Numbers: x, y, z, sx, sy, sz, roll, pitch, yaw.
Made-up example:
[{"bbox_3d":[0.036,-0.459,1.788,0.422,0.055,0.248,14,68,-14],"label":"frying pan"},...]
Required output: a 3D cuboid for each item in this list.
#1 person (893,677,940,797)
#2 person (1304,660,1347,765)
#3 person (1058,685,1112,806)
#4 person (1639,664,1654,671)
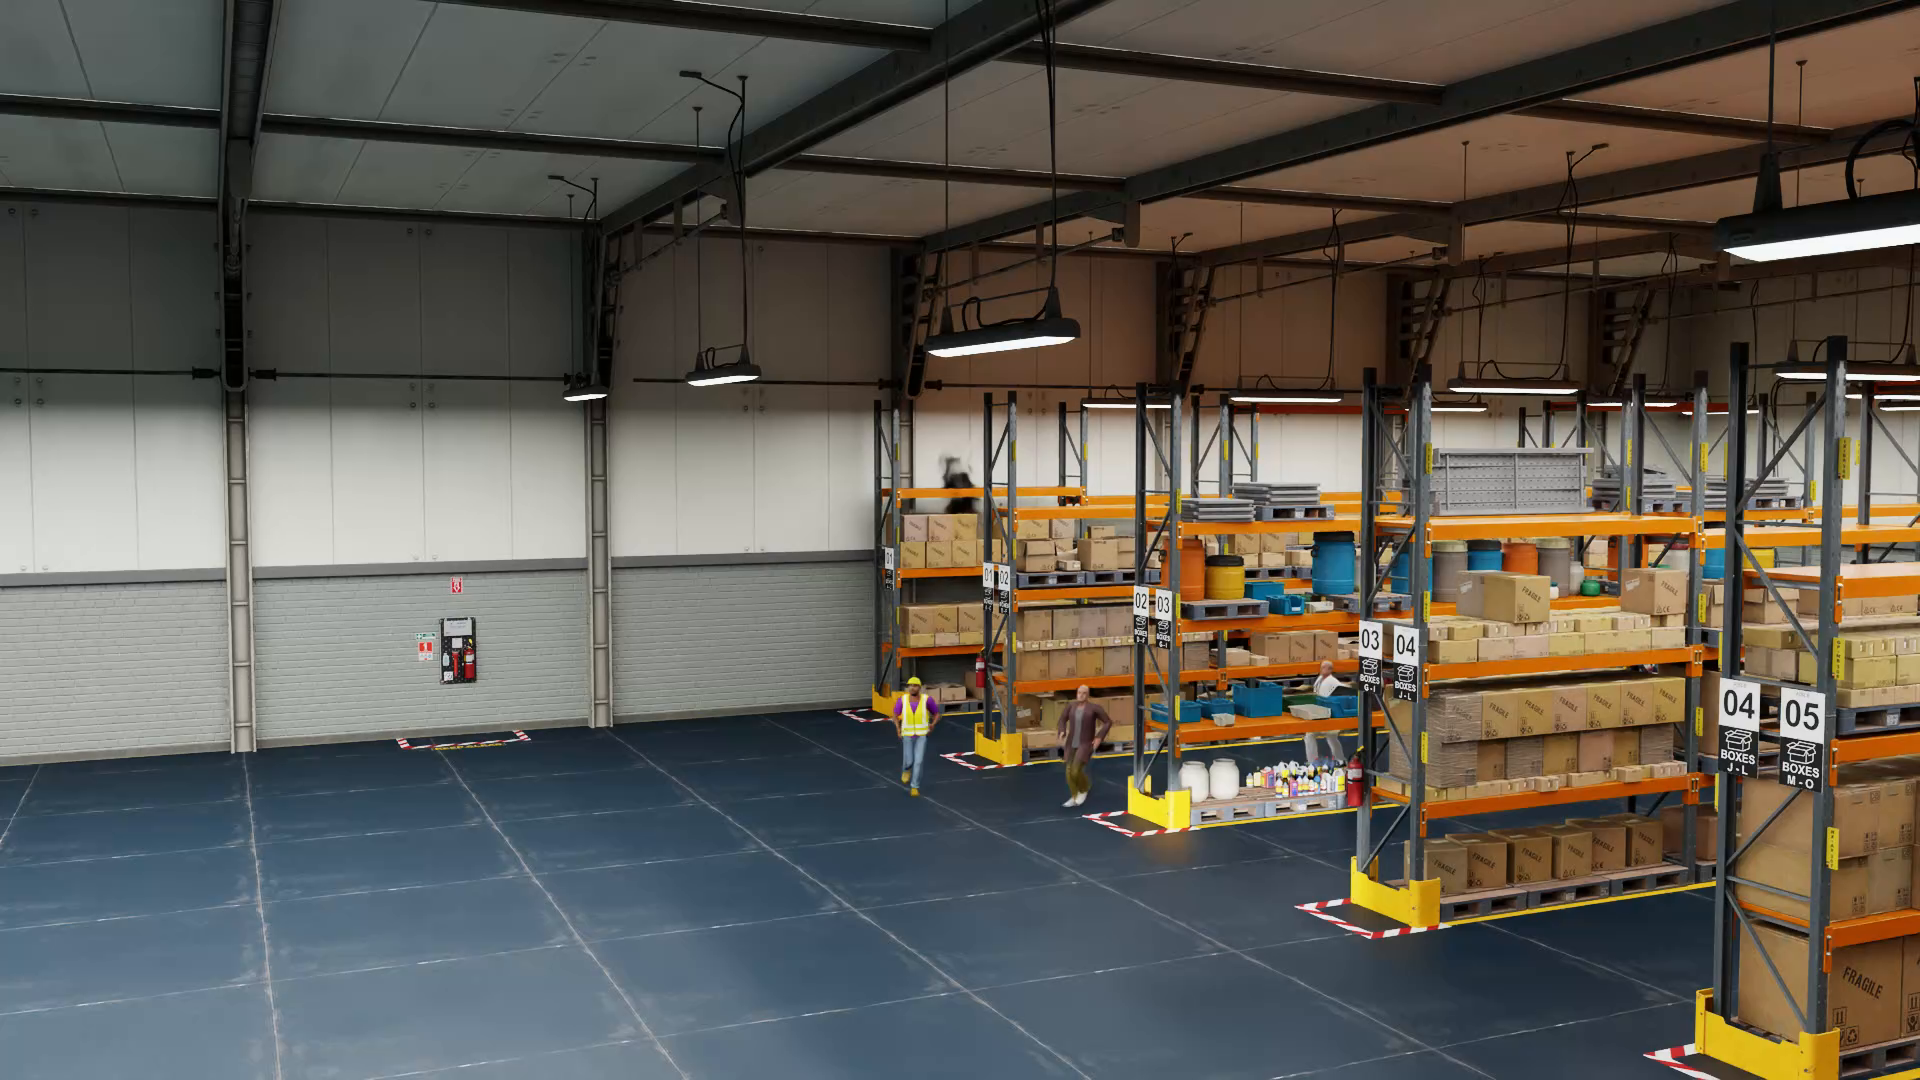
[{"bbox_3d":[-0.642,2.878,24.575,0.698,1.741,0.662,0,3,1],"label":"person"},{"bbox_3d":[5.658,2.776,25.706,0.796,1.844,0.685,-2,4,-30],"label":"person"},{"bbox_3d":[1.690,2.928,23.534,0.760,1.747,0.614,2,4,35],"label":"person"},{"bbox_3d":[12.624,2.536,30.395,0.733,1.744,0.661,-2,4,-35],"label":"person"}]
